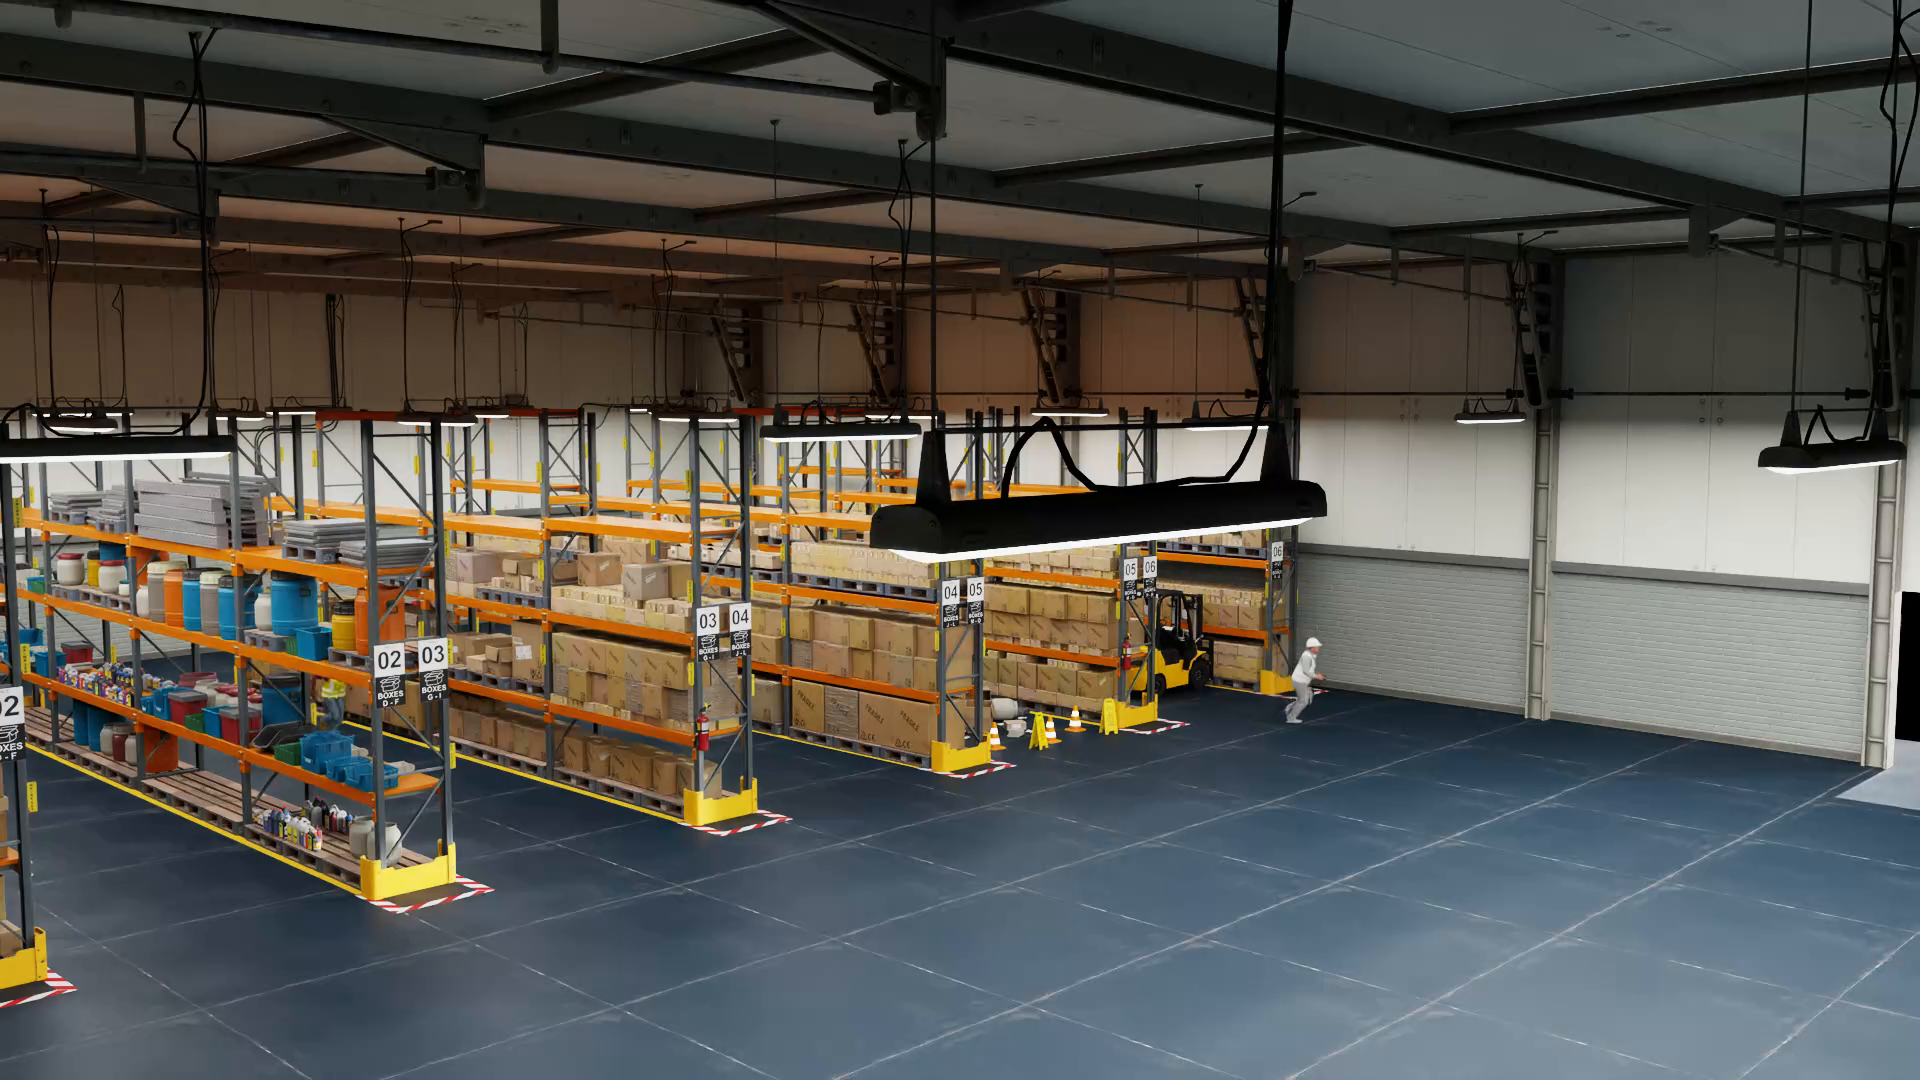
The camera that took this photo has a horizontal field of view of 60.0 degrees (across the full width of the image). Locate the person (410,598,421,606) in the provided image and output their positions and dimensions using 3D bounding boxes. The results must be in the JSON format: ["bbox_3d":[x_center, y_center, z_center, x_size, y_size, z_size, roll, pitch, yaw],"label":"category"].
[{"bbox_3d":[-12.684,2.036,39.254,0.677,1.679,0.649,1,5,10],"label":"person"}]

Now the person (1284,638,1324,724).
[{"bbox_3d":[6.582,2.691,31.800,0.757,1.663,0.643,2,5,19],"label":"person"}]

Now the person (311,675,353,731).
[{"bbox_3d":[-11.289,2.847,30.006,0.731,1.685,0.702,3,6,34],"label":"person"}]
